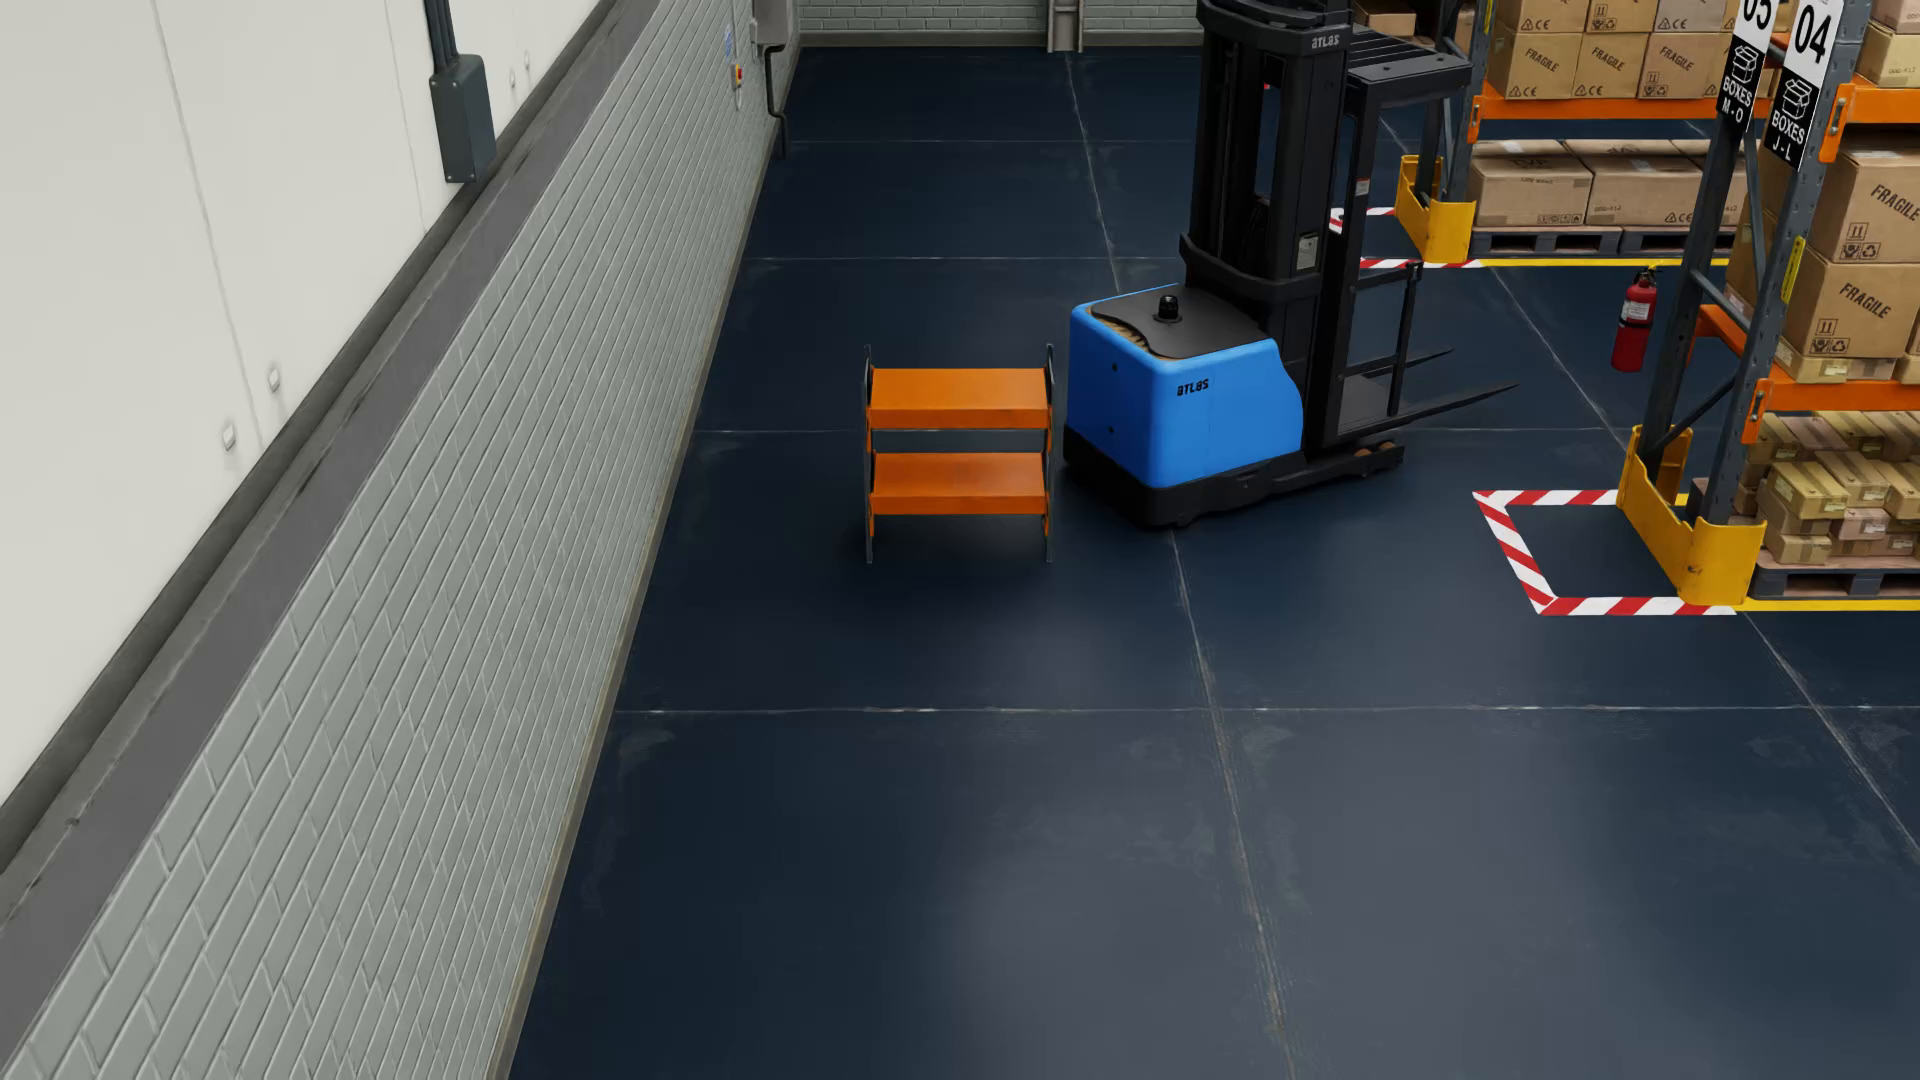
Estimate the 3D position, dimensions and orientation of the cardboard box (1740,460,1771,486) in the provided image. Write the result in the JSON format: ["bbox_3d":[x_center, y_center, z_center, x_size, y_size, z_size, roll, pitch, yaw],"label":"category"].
[{"bbox_3d":[4.567,-0.466,9.572,0.250,0.149,0.380,-1,31,-2],"label":"cardboard box"}]

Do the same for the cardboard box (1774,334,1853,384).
[{"bbox_3d":[4.366,-0.952,8.559,0.250,0.149,0.380,0,31,-1],"label":"cardboard box"}]

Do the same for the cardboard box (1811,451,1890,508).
[{"bbox_3d":[4.842,-0.332,9.065,0.250,0.149,0.380,0,31,1],"label":"cardboard box"}]

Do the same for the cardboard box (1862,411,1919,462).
[{"bbox_3d":[5.338,-0.582,9.477,0.250,0.149,0.380,-1,31,-2],"label":"cardboard box"}]

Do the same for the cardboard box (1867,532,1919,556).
[{"bbox_3d":[5.076,-0.072,9.210,0.250,0.149,0.380,0,31,0],"label":"cardboard box"}]

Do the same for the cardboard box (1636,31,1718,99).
[{"bbox_3d":[5.406,-3.699,12.748,0.500,0.500,0.500,0,31,-1],"label":"cardboard box"}]

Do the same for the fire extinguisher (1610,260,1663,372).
[{"bbox_3d":[3.786,-1.274,9.282,0.183,0.674,0.296,0,31,0],"label":"fire extinguisher"}]

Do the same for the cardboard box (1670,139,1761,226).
[{"bbox_3d":[6.386,-2.943,13.663,0.875,0.438,0.875,-1,31,-2],"label":"cardboard box"}]

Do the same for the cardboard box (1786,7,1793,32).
[{"bbox_3d":[6.423,-4.130,12.494,0.500,0.500,0.500,0,31,0],"label":"cardboard box"}]

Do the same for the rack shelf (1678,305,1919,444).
[{"bbox_3d":[6.041,-0.927,8.969,4.000,0.370,1.077,0,31,0],"label":"rack shelf"}]

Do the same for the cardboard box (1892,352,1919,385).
[{"bbox_3d":[4.890,-0.947,8.551,0.250,0.149,0.380,-1,31,-2],"label":"cardboard box"}]

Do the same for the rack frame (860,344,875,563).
[{"bbox_3d":[-0.515,-0.479,9.345,0.032,1.125,0.500,0,31,0],"label":"rack frame"}]

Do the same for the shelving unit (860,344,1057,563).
[{"bbox_3d":[-0.007,-0.481,9.347,1.048,1.125,0.538,0,31,0],"label":"shelving unit"}]

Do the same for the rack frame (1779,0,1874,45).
[{"bbox_3d":[4.041,-3.793,7.216,0.127,3.000,1.000,0,31,0],"label":"rack frame"}]

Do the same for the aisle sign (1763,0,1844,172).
[{"bbox_3d":[3.969,-2.184,7.841,0.004,0.787,0.394,0,31,0],"label":"aisle sign"}]

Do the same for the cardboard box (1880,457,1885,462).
[{"bbox_3d":[5.356,-0.416,9.490,0.250,0.149,0.380,-1,31,-1],"label":"cardboard box"}]

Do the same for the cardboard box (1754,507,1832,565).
[{"bbox_3d":[4.566,-0.025,9.132,0.250,0.149,0.380,0,31,1],"label":"cardboard box"}]

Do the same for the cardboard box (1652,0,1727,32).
[{"bbox_3d":[5.423,-4.131,12.495,0.500,0.500,0.500,0,31,-1],"label":"cardboard box"}]

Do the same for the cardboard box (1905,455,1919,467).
[{"bbox_3d":[5.342,-0.310,9.029,0.250,0.149,0.380,-2,31,-3],"label":"cardboard box"}]

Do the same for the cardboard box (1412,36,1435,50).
[{"bbox_3d":[4.913,-5.265,17.769,0.250,0.149,0.380,-1,31,-2],"label":"cardboard box"}]

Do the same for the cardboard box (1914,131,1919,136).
[{"bbox_3d":[4.996,-1.694,8.193,0.500,0.500,0.500,1,31,1],"label":"cardboard box"}]

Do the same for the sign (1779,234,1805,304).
[{"bbox_3d":[4.044,-1.317,8.083,0.005,0.325,0.100,0,31,0],"label":"sign"}]

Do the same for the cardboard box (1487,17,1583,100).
[{"bbox_3d":[4.391,-3.691,12.734,0.500,0.500,0.500,0,31,-1],"label":"cardboard box"}]

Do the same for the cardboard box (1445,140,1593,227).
[{"bbox_3d":[4.569,-2.934,13.648,0.875,0.438,0.875,-1,31,-2],"label":"cardboard box"}]

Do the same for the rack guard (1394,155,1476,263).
[{"bbox_3d":[3.886,-2.727,13.652,0.348,0.500,1.175,0,31,0],"label":"rack guard"}]

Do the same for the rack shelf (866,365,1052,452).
[{"bbox_3d":[-0.007,-0.731,9.195,1.000,0.278,0.538,0,31,0],"label":"rack shelf"}]

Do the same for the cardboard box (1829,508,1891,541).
[{"bbox_3d":[4.840,-0.156,9.062,0.250,0.149,0.380,0,31,-1],"label":"cardboard box"}]

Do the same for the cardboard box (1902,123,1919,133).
[{"bbox_3d":[5.003,-1.958,8.627,0.500,0.500,0.500,-1,31,-2],"label":"cardboard box"}]

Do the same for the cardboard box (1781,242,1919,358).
[{"bbox_3d":[4.491,-1.256,8.435,0.500,0.500,0.500,1,31,2],"label":"cardboard box"}]

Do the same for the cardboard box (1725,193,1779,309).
[{"bbox_3d":[4.488,-1.533,8.891,0.500,0.500,0.500,0,31,1],"label":"cardboard box"}]

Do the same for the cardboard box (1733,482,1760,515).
[{"bbox_3d":[4.566,-0.299,9.584,0.250,0.149,0.380,0,31,1],"label":"cardboard box"}]

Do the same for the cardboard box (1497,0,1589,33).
[{"bbox_3d":[4.391,-4.120,12.477,0.500,0.500,0.500,-1,31,-1],"label":"cardboard box"}]

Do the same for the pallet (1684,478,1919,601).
[{"bbox_3d":[4.929,-0.021,9.470,1.213,0.211,1.003,0,31,0],"label":"pallet"}]

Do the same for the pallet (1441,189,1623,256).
[{"bbox_3d":[4.709,-2.647,13.798,1.213,0.211,1.003,0,31,0],"label":"pallet"}]

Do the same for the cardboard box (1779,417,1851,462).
[{"bbox_3d":[4.820,-0.548,9.420,0.250,0.149,0.380,0,31,1],"label":"cardboard box"}]

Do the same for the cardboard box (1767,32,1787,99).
[{"bbox_3d":[6.430,-3.703,12.755,0.500,0.500,0.500,-1,31,-1],"label":"cardboard box"}]

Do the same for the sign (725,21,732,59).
[{"bbox_3d":[-1.790,-3.856,12.843,0.001,0.218,0.327,0,31,0],"label":"sign"}]

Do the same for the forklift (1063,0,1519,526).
[{"bbox_3d":[2.183,-1.870,9.896,3.031,2.935,1.130,-16,35,-24],"label":"forklift"}]

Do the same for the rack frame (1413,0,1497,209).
[{"bbox_3d":[3.910,-3.796,13.003,0.127,3.000,1.000,0,31,0],"label":"rack frame"}]

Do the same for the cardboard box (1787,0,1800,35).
[{"bbox_3d":[4.494,-2.585,8.261,0.500,0.250,0.500,-1,31,-1],"label":"cardboard box"}]

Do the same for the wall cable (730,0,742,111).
[{"bbox_3d":[-1.729,-4.214,12.683,0.123,1.953,0.585,0,31,0],"label":"wall cable"}]
